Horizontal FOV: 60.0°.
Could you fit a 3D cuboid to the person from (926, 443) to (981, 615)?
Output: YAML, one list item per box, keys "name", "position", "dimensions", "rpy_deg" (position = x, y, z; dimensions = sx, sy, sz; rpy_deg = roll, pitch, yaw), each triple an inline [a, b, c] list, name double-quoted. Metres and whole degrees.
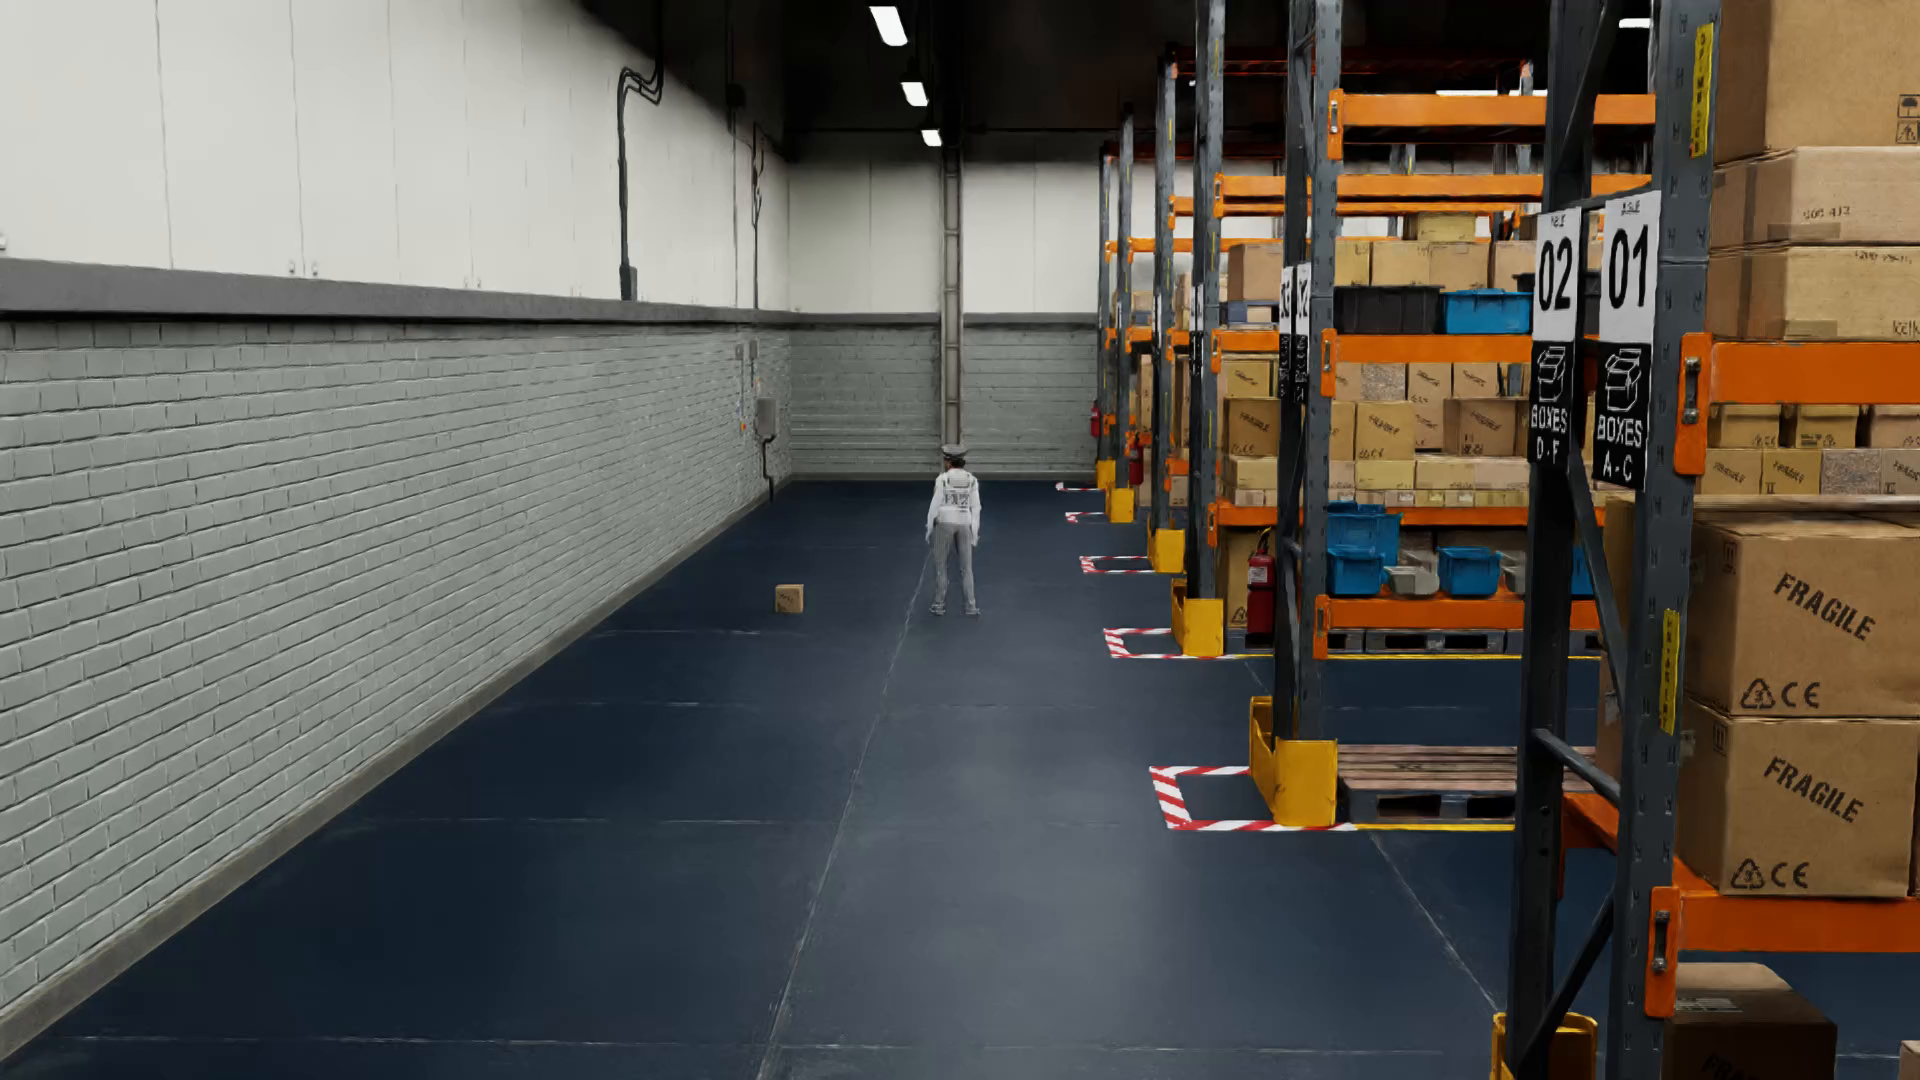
- name: "person"
  position: [-0.072, -0.102, 16.308]
  dimensions: [0.540, 1.686, 0.430]
  rpy_deg: [-2, 8, -19]
